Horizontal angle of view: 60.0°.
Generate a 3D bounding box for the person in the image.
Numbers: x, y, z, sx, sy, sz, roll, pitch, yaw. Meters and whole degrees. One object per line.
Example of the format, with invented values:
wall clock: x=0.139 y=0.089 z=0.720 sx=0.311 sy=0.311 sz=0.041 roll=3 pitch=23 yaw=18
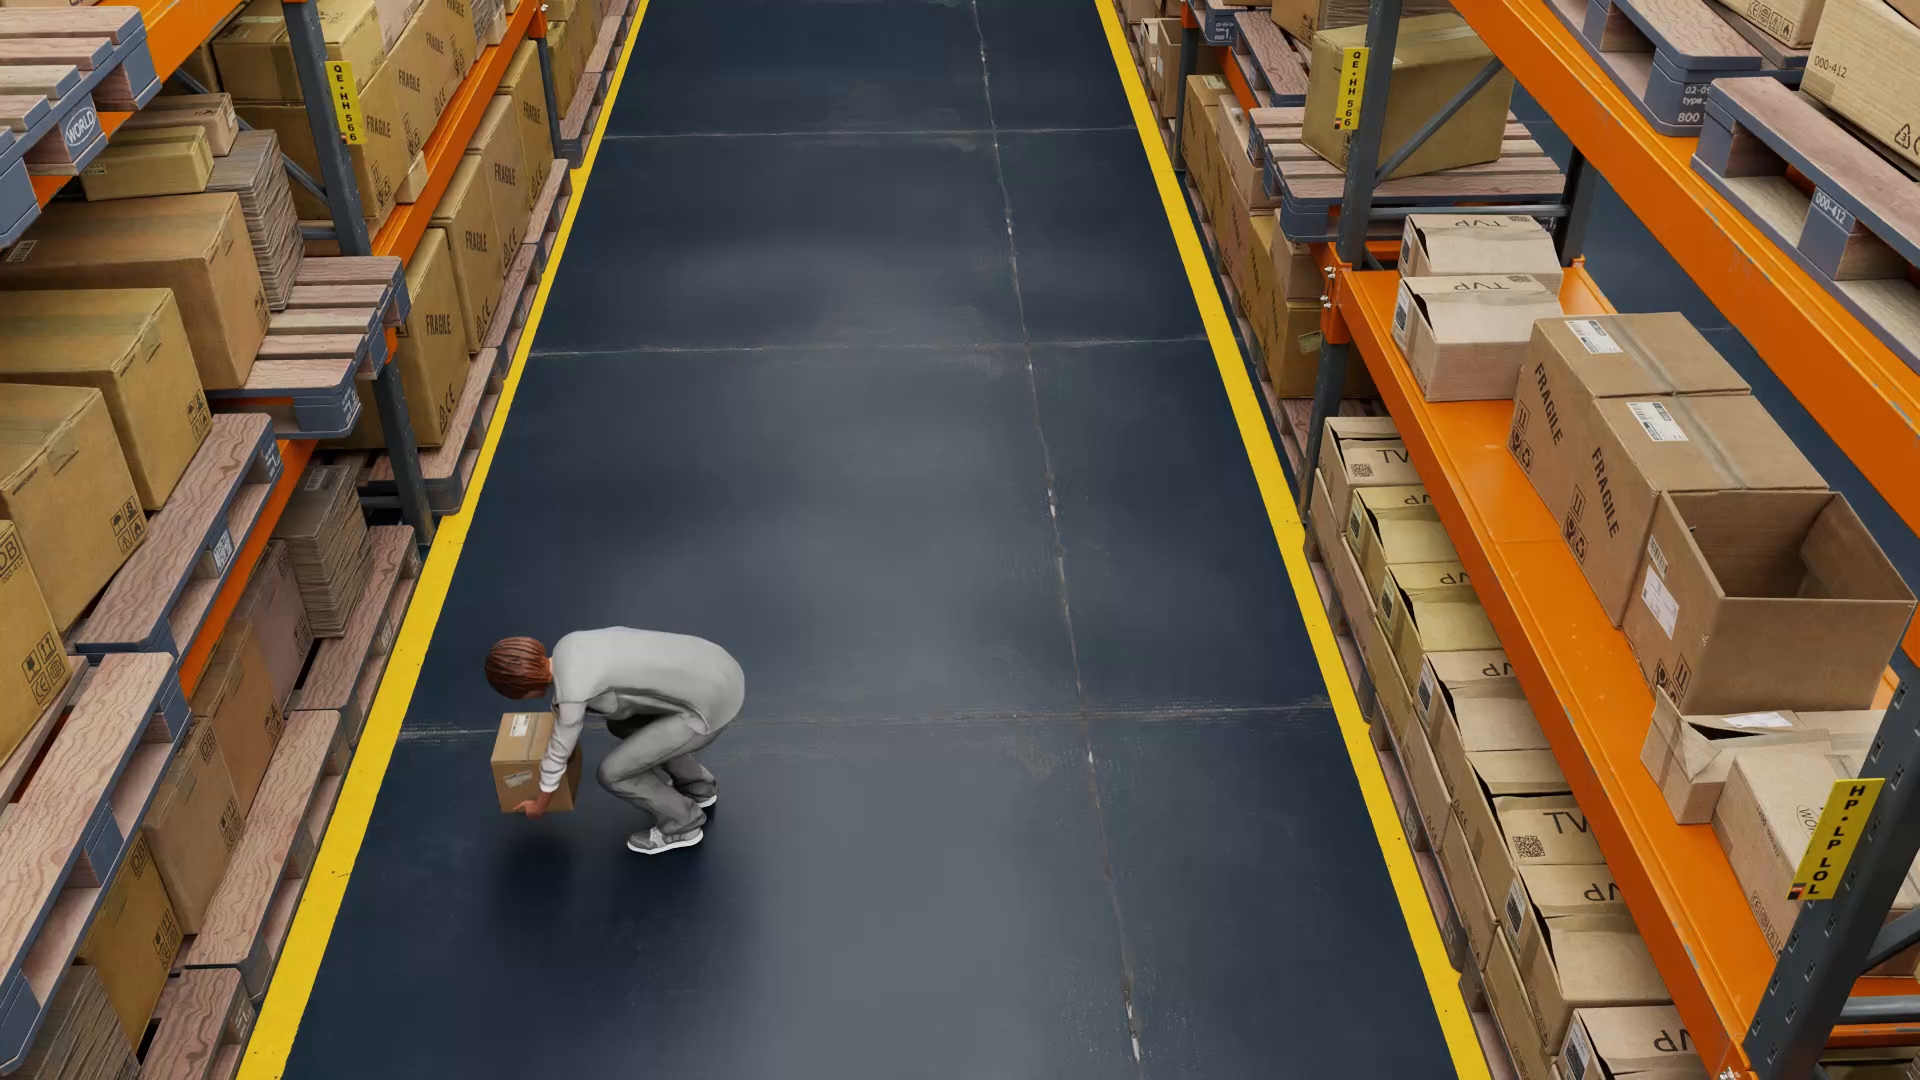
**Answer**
person: x=-1.165 y=0.677 z=5.809 sx=0.853 sy=0.904 sz=0.425 roll=-3 pitch=36 yaw=-4
